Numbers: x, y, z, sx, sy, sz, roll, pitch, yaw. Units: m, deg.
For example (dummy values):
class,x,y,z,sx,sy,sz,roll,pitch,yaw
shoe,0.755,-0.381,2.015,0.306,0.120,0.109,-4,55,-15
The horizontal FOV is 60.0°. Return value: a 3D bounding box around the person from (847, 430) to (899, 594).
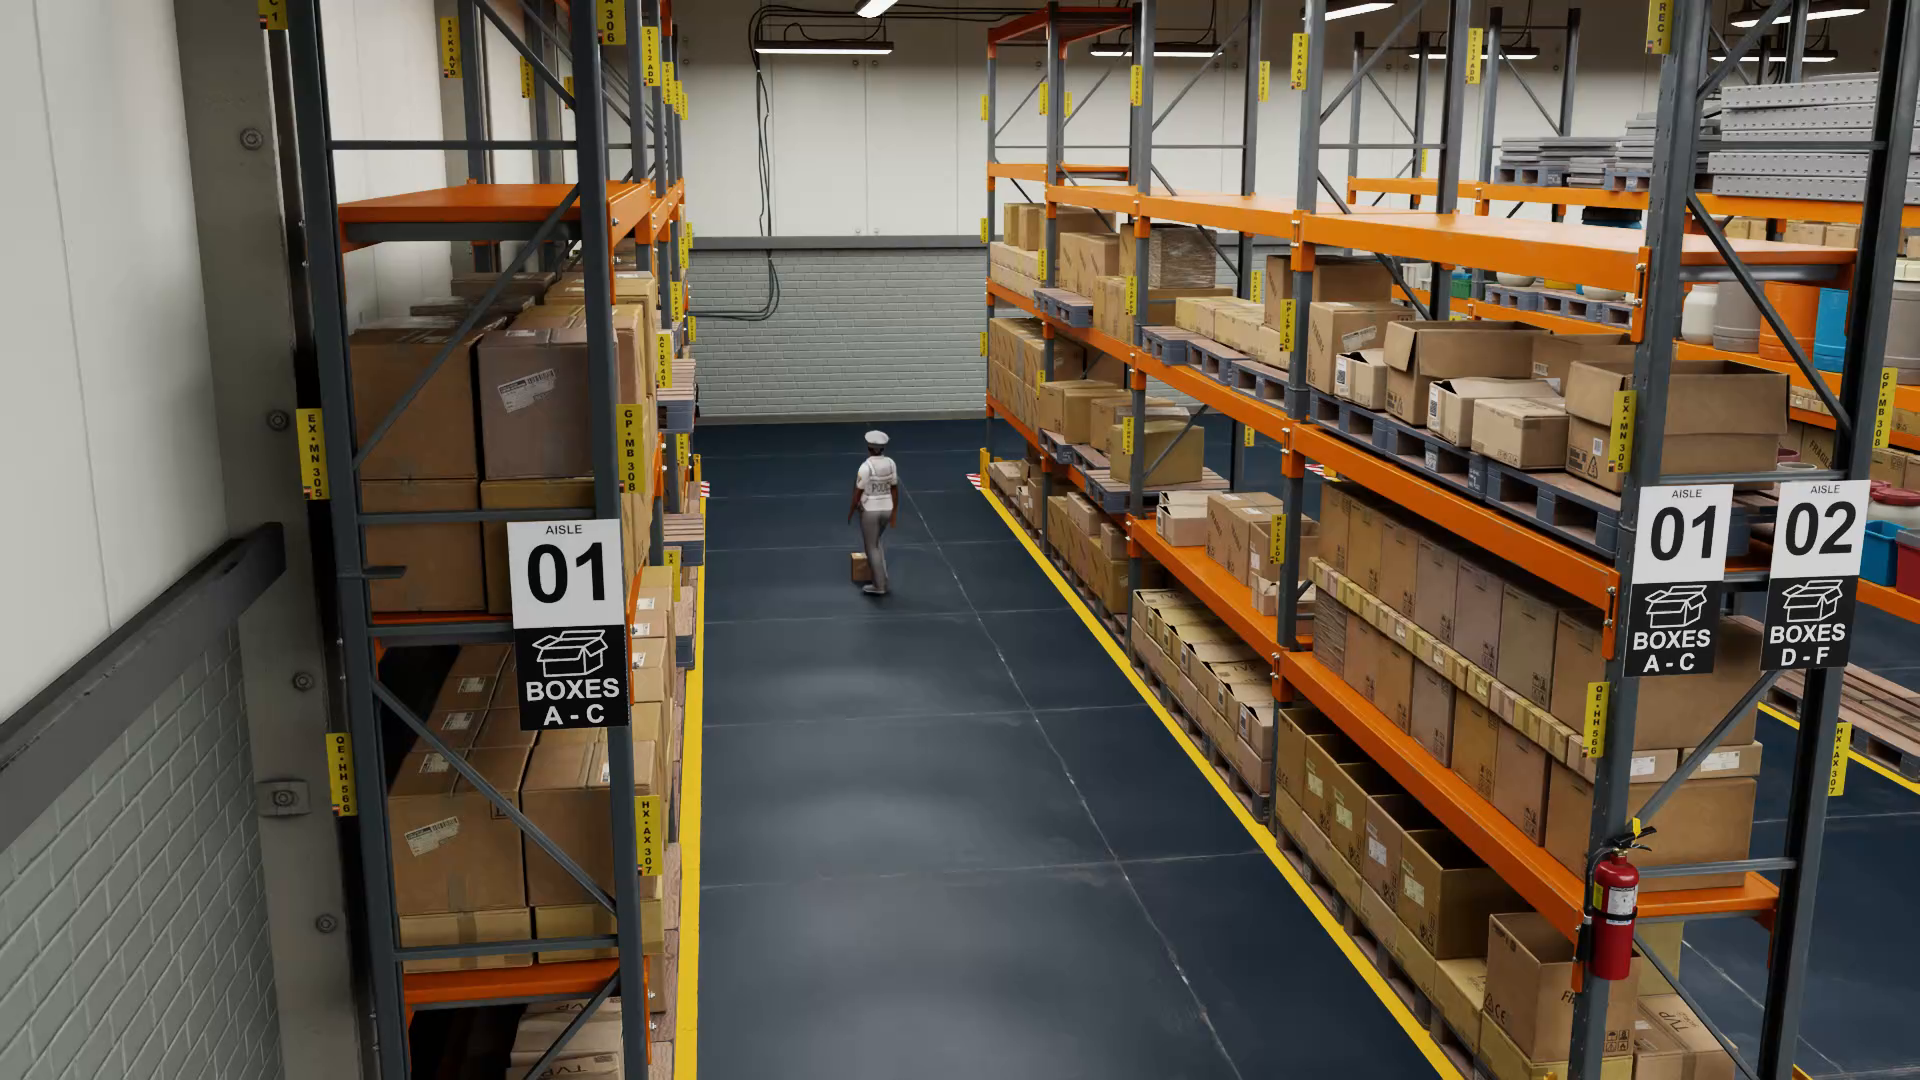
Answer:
class,x,y,z,sx,sy,sz,roll,pitch,yaw
person,-0.902,-0.268,17.086,0.451,1.727,0.457,13,18,43
